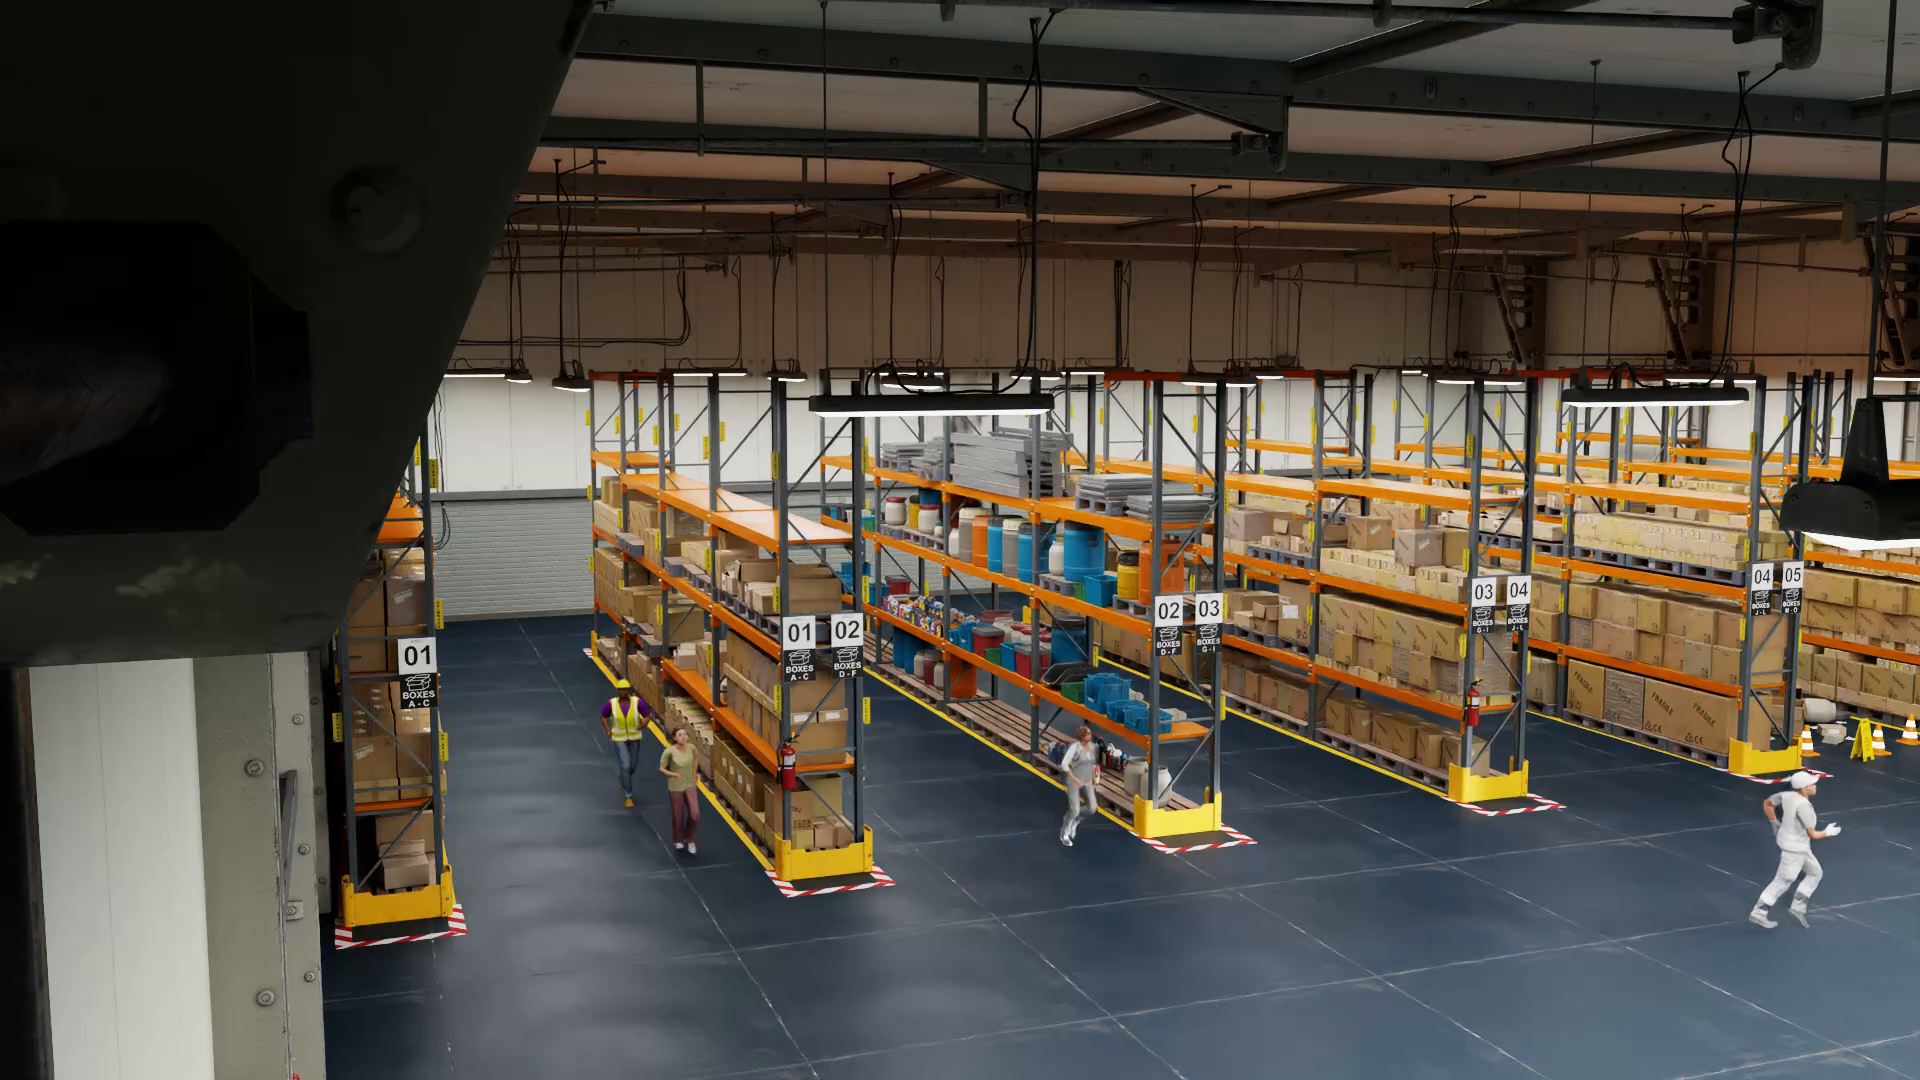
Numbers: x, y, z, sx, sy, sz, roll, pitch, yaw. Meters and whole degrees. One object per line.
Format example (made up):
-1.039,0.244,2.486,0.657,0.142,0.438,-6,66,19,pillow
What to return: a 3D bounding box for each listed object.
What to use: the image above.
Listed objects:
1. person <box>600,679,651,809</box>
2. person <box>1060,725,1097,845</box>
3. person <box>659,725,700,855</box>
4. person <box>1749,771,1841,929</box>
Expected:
-4.711,2.836,23.534,0.687,1.773,0.889,-2,7,-20,person
1.587,3.180,21.555,0.603,1.534,0.473,-4,8,-32,person
-3.526,3.162,21.049,0.568,1.666,0.656,-3,7,-23,person
9.147,3.408,18.254,0.898,1.795,0.668,1,7,11,person
